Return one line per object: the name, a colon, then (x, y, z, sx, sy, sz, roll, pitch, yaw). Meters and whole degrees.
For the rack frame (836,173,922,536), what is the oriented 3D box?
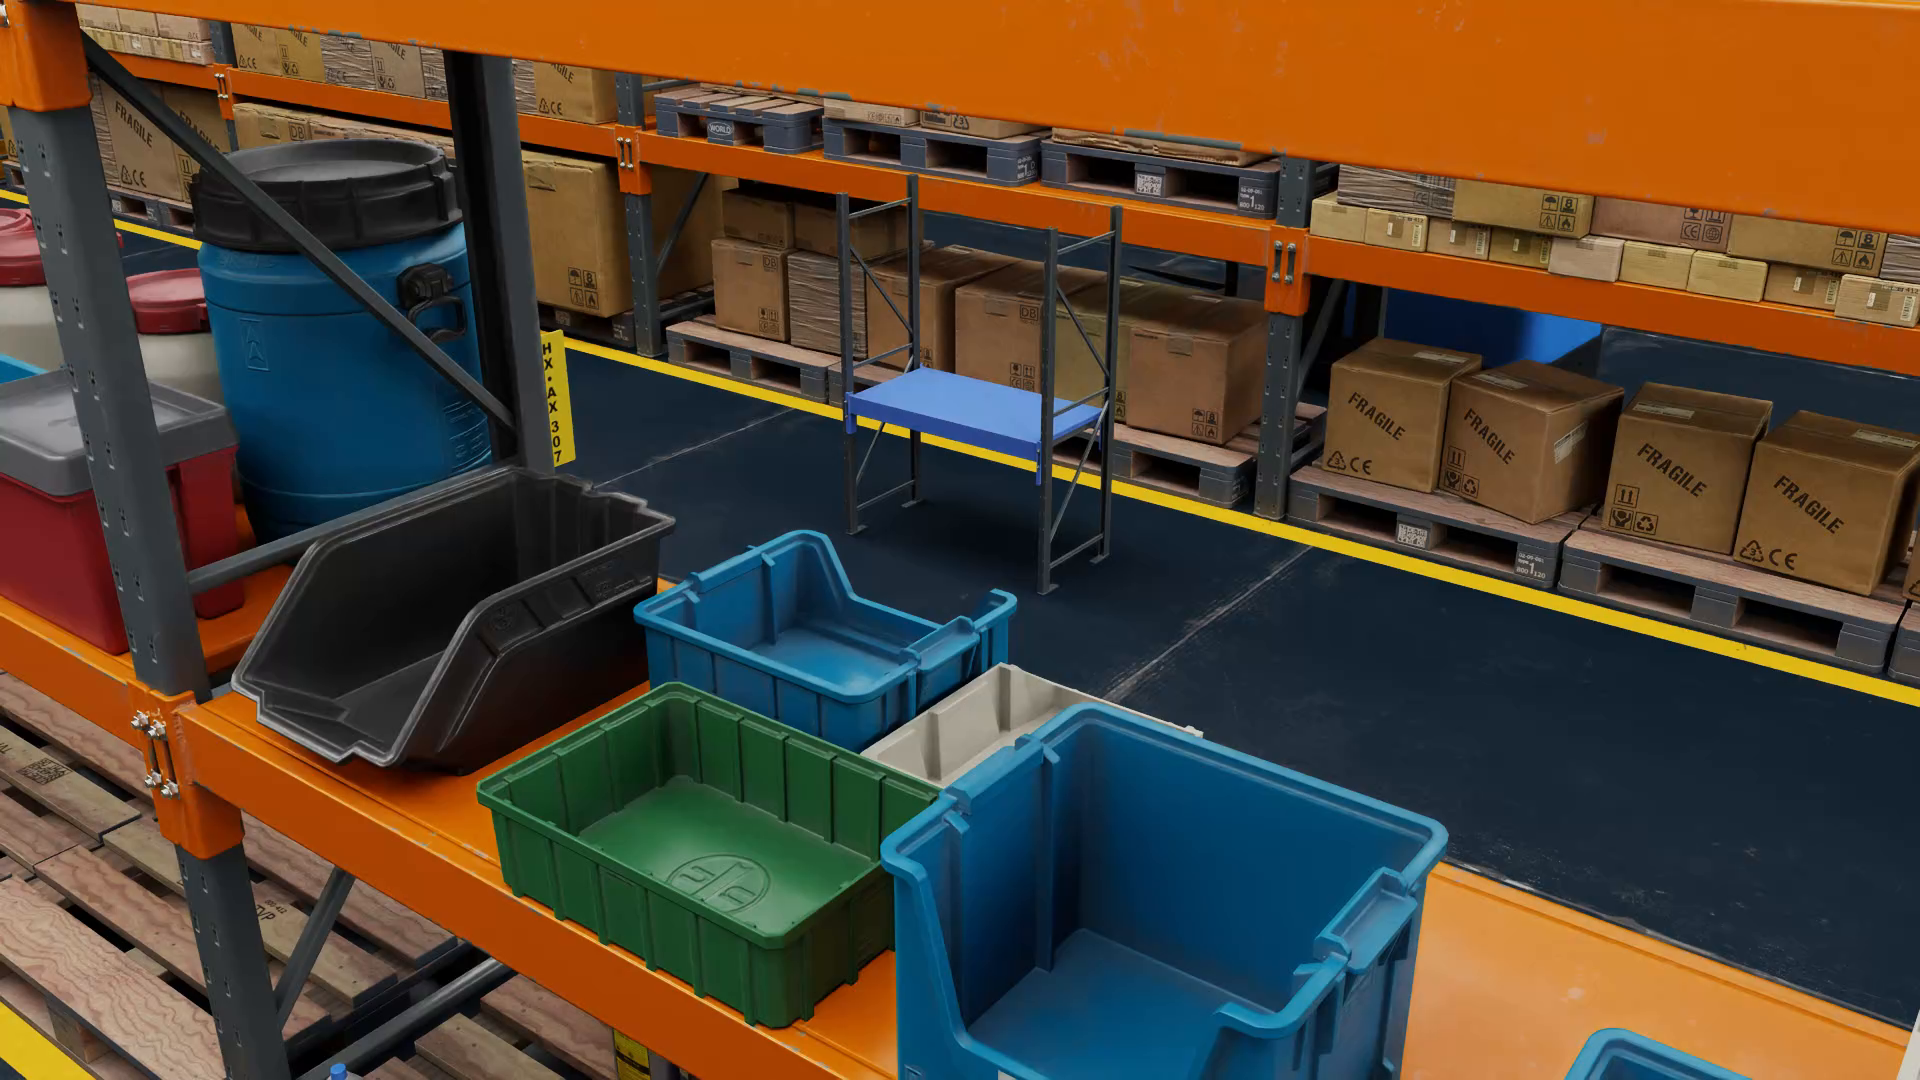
rack frame: (-0.339, -0.789, 7.180, 0.032, 1.500, 0.500, 17, 29, 33)

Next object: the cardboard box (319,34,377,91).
cardboard box: (-3.713, -3.172, 10.605, 0.500, 0.500, 0.500, 16, 28, 32)

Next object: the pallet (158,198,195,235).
pallet: (-5.296, -2.494, 12.648, 1.213, 0.211, 1.003, 17, 29, 33)

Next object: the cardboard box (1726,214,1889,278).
cardboard box: (3.205, -1.324, 6.043, 0.500, 0.500, 0.875, 17, 29, 33)

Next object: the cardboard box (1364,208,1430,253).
cardboard box: (1.851, -1.297, 6.786, 0.250, 0.149, 0.380, 17, 29, 33)

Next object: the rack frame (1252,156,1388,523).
rack frame: (1.667, -1.626, 7.220, 0.127, 3.000, 1.000, 17, 29, 33)

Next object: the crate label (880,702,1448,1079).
crate label: (0.262, 0.565, 2.203, 0.616, 0.435, 0.502, 17, 29, 33)

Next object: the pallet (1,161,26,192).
pallet: (-7.248, -3.084, 13.987, 1.213, 0.211, 1.003, 17, 29, 33)

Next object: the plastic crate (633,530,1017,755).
plastic crate: (-0.255, 0.220, 3.215, 0.616, 0.251, 0.499, 17, 29, 33)

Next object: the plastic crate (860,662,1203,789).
plastic crate: (0.148, 0.403, 2.941, 0.437, 0.136, 0.530, 17, 29, 33)

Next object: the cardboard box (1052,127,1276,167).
cardboard box: (1.115, -2.330, 7.553, 1.000, 1.000, 1.000, 17, 29, 34)

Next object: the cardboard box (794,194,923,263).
cardboard box: (-0.549, -1.717, 9.050, 0.500, 0.250, 0.500, 21, 31, 39)

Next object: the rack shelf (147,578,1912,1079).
rack shelf: (0.297, 0.785, 2.641, 4.000, 0.370, 1.077, 17, 29, 33)

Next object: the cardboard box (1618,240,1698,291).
cardboard box: (2.674, -1.068, 6.265, 0.250, 0.149, 0.380, 17, 29, 33)

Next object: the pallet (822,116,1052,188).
pallet: (0.075, -2.040, 8.398, 1.213, 0.211, 1.003, 17, 29, 33)

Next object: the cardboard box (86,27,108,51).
cardboard box: (-6.203, -3.724, 12.294, 0.250, 0.149, 0.380, 16, 29, 32)

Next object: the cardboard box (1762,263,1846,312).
cardboard box: (3.094, -0.958, 6.015, 0.250, 0.149, 0.380, 17, 29, 33)

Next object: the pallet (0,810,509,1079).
pallet: (-1.955, 1.071, 4.558, 1.213, 0.211, 1.003, 17, 29, 33)

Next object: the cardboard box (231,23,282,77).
cardboard box: (-4.516, -3.415, 11.155, 0.500, 0.500, 0.500, 17, 29, 33)

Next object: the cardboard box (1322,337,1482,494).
cardboard box: (1.963, -0.565, 7.391, 0.500, 0.500, 0.500, 16, 28, 32)

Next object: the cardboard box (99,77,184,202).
cardboard box: (-5.935, -3.184, 12.870, 0.875, 0.875, 0.875, 17, 29, 33)

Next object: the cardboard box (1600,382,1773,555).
cardboard box: (2.970, -0.304, 6.799, 0.500, 0.500, 0.500, 14, 27, 29)

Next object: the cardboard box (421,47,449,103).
cardboard box: (-2.890, -2.926, 10.046, 0.500, 0.500, 0.500, 16, 28, 32)

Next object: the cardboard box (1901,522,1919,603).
cardboard box: (3.879, 0.003, 6.102, 0.500, 0.500, 0.500, -17, 29, -34)

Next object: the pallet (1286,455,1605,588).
pallet: (2.226, -0.199, 7.440, 1.213, 0.211, 1.003, 17, 29, 33)

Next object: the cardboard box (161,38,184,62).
cardboard box: (-5.381, -3.476, 11.731, 0.250, 0.149, 0.380, 17, 29, 34)

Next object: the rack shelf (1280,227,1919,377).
rack shelf: (3.268, -0.813, 6.268, 4.000, 0.370, 1.077, 17, 29, 33)

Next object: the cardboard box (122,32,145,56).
cardboard box: (-5.792, -3.600, 12.013, 0.250, 0.149, 0.380, 17, 29, 34)

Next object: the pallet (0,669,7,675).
pallet: (-3.908, 0.481, 5.898, 1.213, 0.211, 1.003, 17, 29, 33)

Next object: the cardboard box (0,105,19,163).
cardboard box: (-7.375, -3.619, 13.858, 0.875, 0.875, 0.875, 17, 29, 33)

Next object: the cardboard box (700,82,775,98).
cardboard box: (-1.078, -2.714, 9.044, 0.500, 0.500, 0.500, 13, 27, 27)

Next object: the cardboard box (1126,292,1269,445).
cardboard box: (1.189, -0.839, 7.989, 0.500, 0.500, 0.700, 14, 28, 29)

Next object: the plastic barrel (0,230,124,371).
plastic barrel: (-2.524, -0.570, 4.655, 0.433, 0.535, 0.433, 0, 24, 0)

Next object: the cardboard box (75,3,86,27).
cardboard box: (-6.472, -4.022, 12.474, 0.500, 0.250, 0.500, 16, 28, 32)

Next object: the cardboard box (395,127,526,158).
cardboard box: (-2.782, -2.205, 10.648, 0.875, 0.875, 1.225, 17, 29, 33)

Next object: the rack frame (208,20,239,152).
rack frame: (-4.734, -3.561, 11.611, 0.127, 3.000, 1.000, 17, 29, 33)

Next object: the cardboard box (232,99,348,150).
cardboard box: (-4.210, -2.632, 11.618, 0.875, 0.875, 1.225, 17, 29, 33)

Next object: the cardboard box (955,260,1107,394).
cardboard box: (0.370, -1.096, 8.571, 0.500, 0.500, 0.700, 14, 27, 29)

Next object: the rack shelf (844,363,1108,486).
rack shelf: (0.068, -0.501, 6.973, 1.000, 0.185, 0.538, 17, 29, 33)

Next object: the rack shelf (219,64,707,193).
rack shelf: (-3.134, -2.748, 10.659, 4.000, 0.370, 1.077, 17, 29, 33)

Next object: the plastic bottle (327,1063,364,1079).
plastic bottle: (-1.311, 1.238, 3.559, 0.097, 0.271, 0.097, 0, 24, 0)

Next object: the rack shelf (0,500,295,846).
rack shelf: (-2.904, -0.183, 4.836, 4.000, 0.370, 1.077, 17, 29, 33)

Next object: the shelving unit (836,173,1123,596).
shelving unit: (0.068, -0.666, 6.901, 1.048, 1.500, 0.538, 17, 29, 33)

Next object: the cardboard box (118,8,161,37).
cardboard box: (-5.661, -3.775, 11.914, 0.500, 0.250, 0.500, 18, 29, 35)

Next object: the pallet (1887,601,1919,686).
pallet: (4.178, 0.391, 6.101, 1.213, 0.211, 1.003, 17, 29, 33)

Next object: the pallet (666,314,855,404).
pallet: (-0.909, -1.128, 9.548, 1.213, 0.211, 1.003, 17, 29, 33)

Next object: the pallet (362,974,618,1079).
pallet: (-0.791, 1.424, 3.757, 1.213, 0.211, 1.003, 17, 29, 33)

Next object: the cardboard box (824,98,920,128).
cardboard box: (-0.330, -2.237, 8.273, 0.500, 0.250, 0.500, 16, 28, 32)

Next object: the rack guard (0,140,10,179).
rack guard: (-7.954, -3.390, 14.324, 0.348, 0.500, 1.175, 17, 29, 33)

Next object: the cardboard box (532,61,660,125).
cardboard box: (-2.077, -2.679, 9.485, 0.500, 0.500, 0.500, 18, 29, 35)

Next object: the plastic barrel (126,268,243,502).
plastic barrel: (-1.937, -0.392, 4.252, 0.433, 0.535, 0.433, 0, 24, 0)

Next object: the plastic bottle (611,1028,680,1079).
plastic bottle: (-0.702, 1.092, 3.791, 0.185, 0.351, 0.144, 17, 29, 33)

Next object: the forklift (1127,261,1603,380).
forklift: (2.047, -2.431, 9.133, 3.031, 2.935, 1.130, 19, 30, 36)

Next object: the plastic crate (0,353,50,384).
plastic crate: (-2.373, -0.187, 3.974, 0.575, 0.384, 0.392, 17, 29, 33)

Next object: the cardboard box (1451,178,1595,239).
cardboard box: (2.369, -1.547, 6.548, 0.500, 0.500, 0.875, 17, 29, 33)

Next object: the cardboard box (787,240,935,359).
cardboard box: (-0.534, -1.365, 9.183, 0.500, 0.500, 0.700, 14, 27, 29)

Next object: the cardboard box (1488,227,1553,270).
cardboard box: (2.273, -1.189, 6.539, 0.250, 0.149, 0.380, 17, 29, 33)
